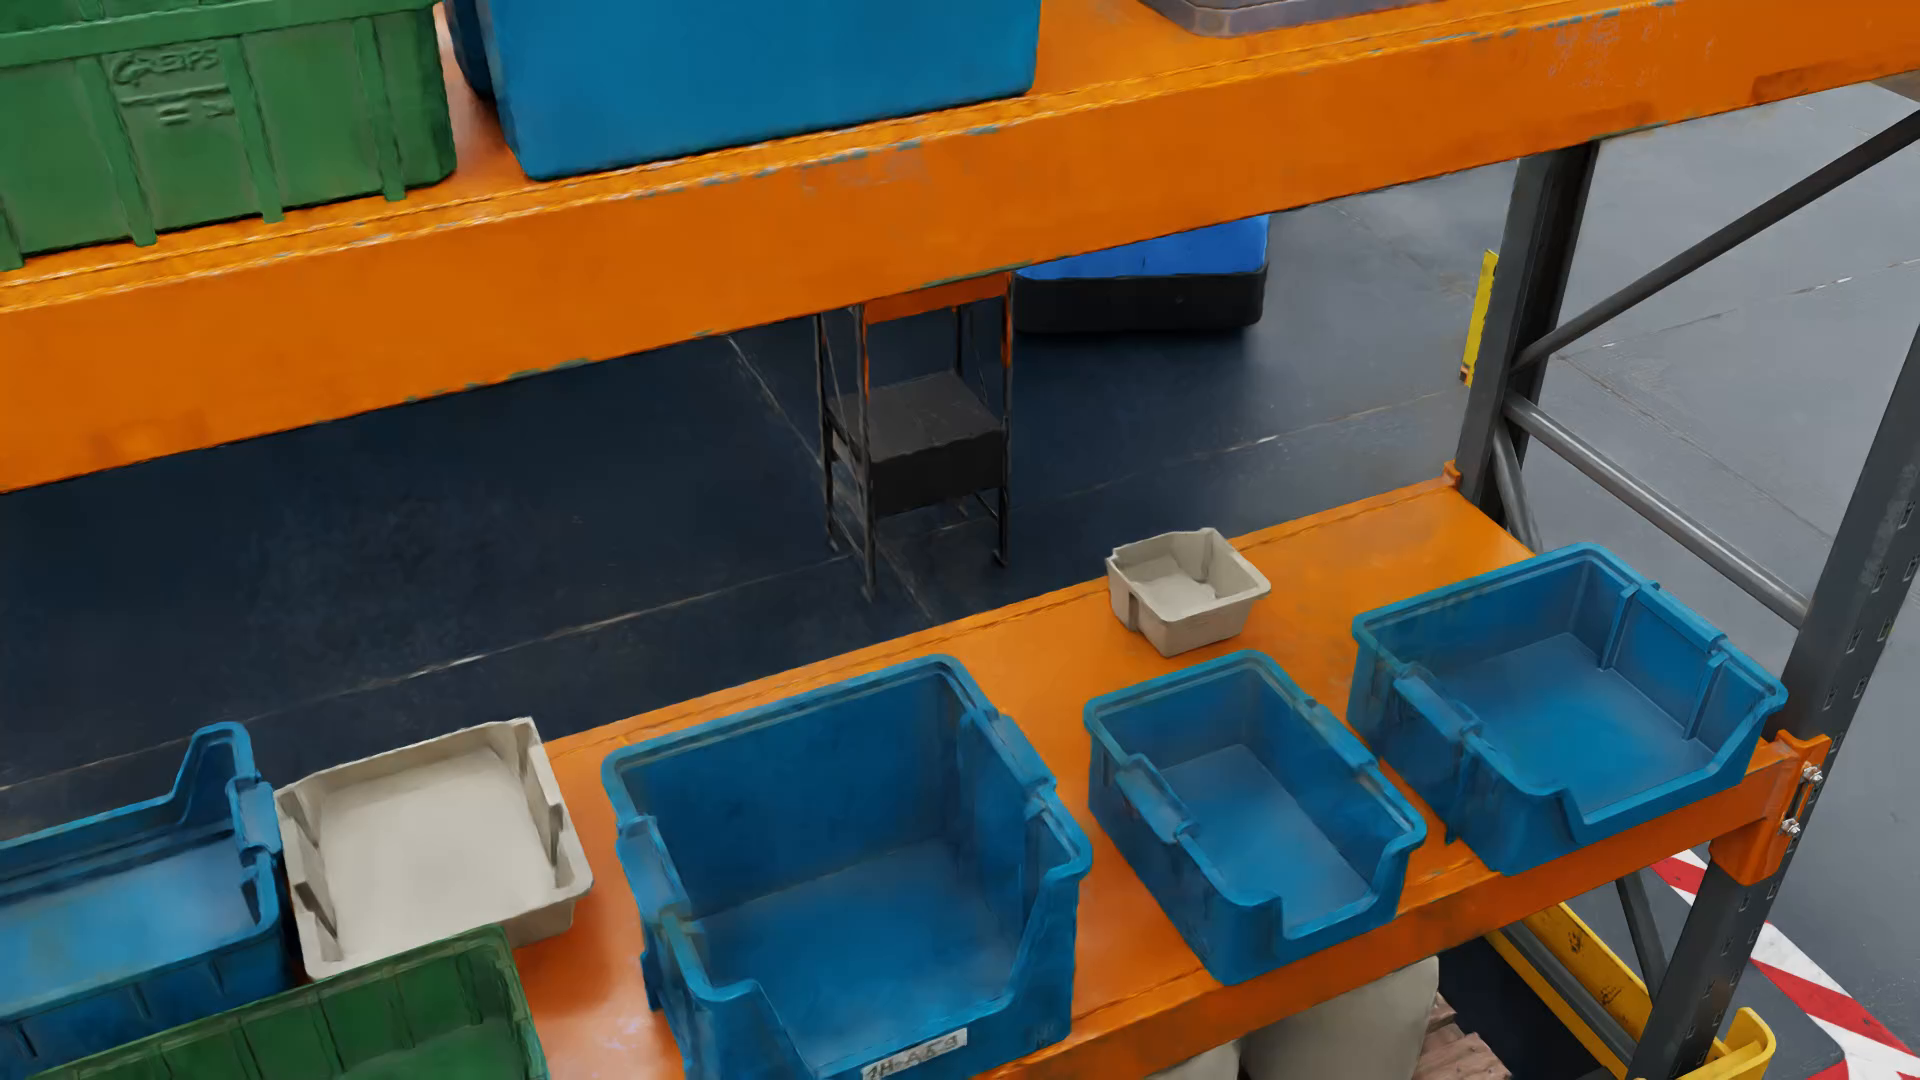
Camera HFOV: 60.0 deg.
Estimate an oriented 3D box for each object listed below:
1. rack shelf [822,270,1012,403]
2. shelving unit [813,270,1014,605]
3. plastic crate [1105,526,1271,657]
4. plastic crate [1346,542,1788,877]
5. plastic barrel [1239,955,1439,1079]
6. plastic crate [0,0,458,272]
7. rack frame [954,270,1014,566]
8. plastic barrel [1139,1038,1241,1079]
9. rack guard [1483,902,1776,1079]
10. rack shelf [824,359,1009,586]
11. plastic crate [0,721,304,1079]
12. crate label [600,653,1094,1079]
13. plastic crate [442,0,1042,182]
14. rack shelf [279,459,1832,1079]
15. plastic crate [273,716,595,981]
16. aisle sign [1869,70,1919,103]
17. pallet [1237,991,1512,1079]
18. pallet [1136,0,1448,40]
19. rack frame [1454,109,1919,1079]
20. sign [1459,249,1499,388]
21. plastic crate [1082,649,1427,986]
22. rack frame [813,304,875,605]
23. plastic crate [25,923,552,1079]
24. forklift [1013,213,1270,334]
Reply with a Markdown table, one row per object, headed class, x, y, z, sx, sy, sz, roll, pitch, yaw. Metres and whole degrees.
| class | x | y | z | sx | sy | sz | roll | pitch | yaw |
| --- | --- | --- | --- | --- | --- | --- | --- | --- | --- |
| rack shelf | -0.150 | -0.790 | 5.076 | 0.480 | 0.518 | 0.431 | -16 | 39 | -20 |
| shelving unit | -0.150 | -0.801 | 5.068 | 0.503 | 2.100 | 0.431 | -16 | 39 | -20 |
| plastic crate | 0.435 | 0.101 | 3.318 | 0.250 | 0.136 | 0.298 | -16 | 39 | -20 |
| plastic crate | 1.056 | 0.290 | 2.966 | 0.616 | 0.251 | 0.499 | -16 | 39 | -20 |
| plastic barrel | 0.818 | 0.980 | 3.646 | 0.421 | 0.512 | 0.421 | 0 | 37 | 0 |
| plastic crate | -0.695 | -0.418 | 1.455 | 0.450 | 0.188 | 0.336 | -16 | 39 | -20 |
| rack frame | 0.071 | -0.863 | 5.151 | 0.015 | 2.100 | 0.400 | -16 | 39 | -20 |
| plastic barrel | 0.365 | 1.107 | 3.475 | 0.421 | 0.512 | 0.421 | 0 | 37 | 0 |
| rack guard | 1.333 | 0.990 | 3.995 | 0.348 | 0.500 | 1.175 | -16 | 39 | -20 |
| rack shelf | -0.150 | -0.228 | 5.493 | 0.480 | 0.518 | 0.431 | -16 | 39 | -20 |
| plastic crate | -1.353 | 0.587 | 2.565 | 0.616 | 0.251 | 0.499 | -16 | 39 | -20 |
| crate label | -0.170 | 0.539 | 2.475 | 0.616 | 0.435 | 0.502 | -16 | 39 | -20 |
| plastic crate | -0.217 | -0.611 | 1.552 | 0.575 | 0.384 | 0.392 | -16 | 39 | -20 |
| rack shelf | -0.429 | 0.737 | 2.842 | 4.000 | 0.370 | 1.077 | -16 | 39 | -20 |
| plastic crate | -0.877 | 0.513 | 2.762 | 0.437 | 0.136 | 0.530 | -16 | 39 | -20 |
| aisle sign | 1.573 | -0.960 | 2.345 | 0.004 | 0.787 | 0.394 | -16 | 39 | -20 |
| pallet | 0.595 | 1.309 | 3.808 | 1.213 | 0.211 | 1.003 | -16 | 39 | -20 |
| pallet | 0.591 | -1.030 | 2.262 | 1.213 | 0.211 | 1.003 | -16 | 39 | -20 |
| rack frame | 1.382 | -0.058 | 3.311 | 0.127 | 3.000 | 1.000 | -16 | 39 | -20 |
| sign | 1.152 | -0.467 | 3.630 | 0.005 | 0.325 | 0.100 | -16 | 39 | -20 |
| plastic crate | 0.465 | 0.451 | 2.749 | 0.408 | 0.251 | 0.499 | -16 | 39 | -20 |
| rack frame | -0.371 | -0.740 | 4.985 | 0.015 | 2.100 | 0.400 | -16 | 39 | -20 |
| plastic crate | -0.891 | 0.848 | 2.267 | 0.662 | 0.188 | 0.450 | -16 | 39 | -20 |
| forklift | 0.623 | -2.875 | 7.166 | 1.130 | 2.935 | 3.031 | -2 | 37 | -3 |
